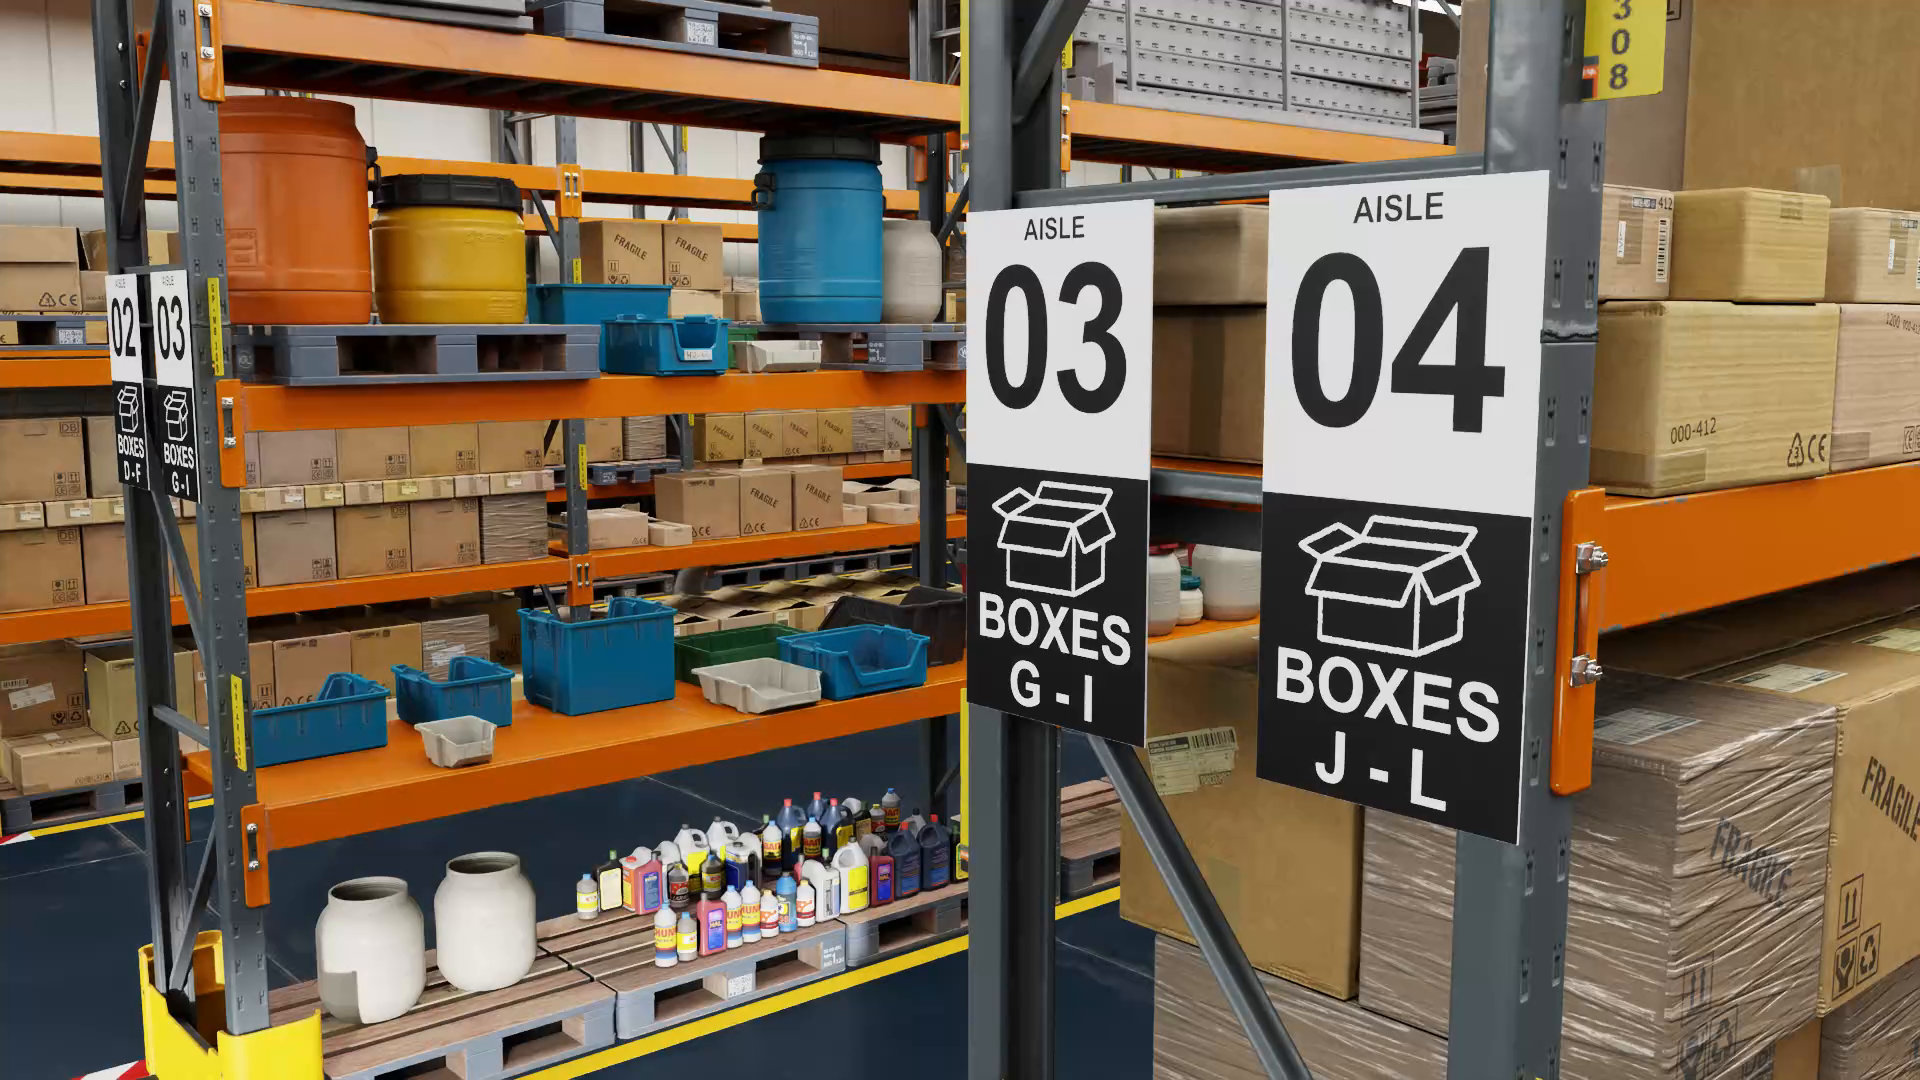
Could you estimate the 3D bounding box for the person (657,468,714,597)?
[{"bbox_3d":[-2.567,0.175,15.311,0.860,1.676,0.484,-6,9,-36],"label":"person"}]
